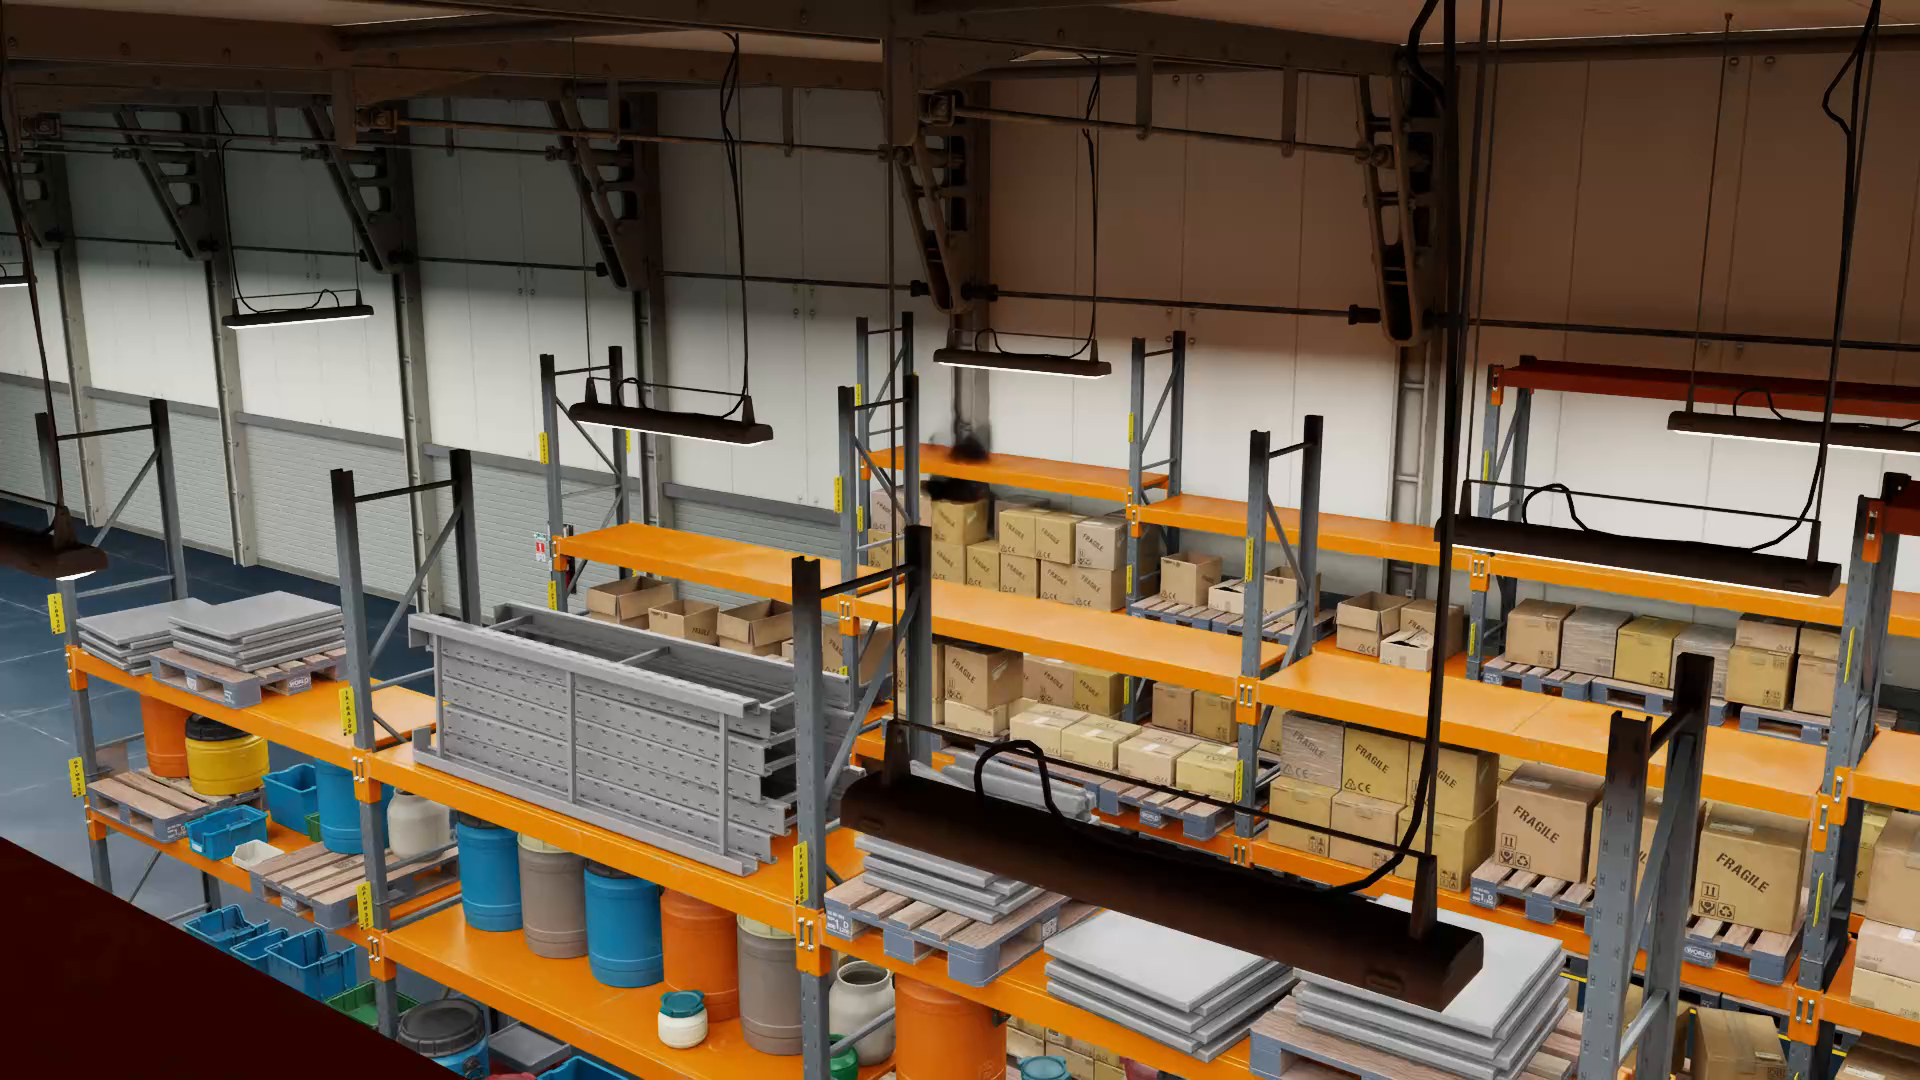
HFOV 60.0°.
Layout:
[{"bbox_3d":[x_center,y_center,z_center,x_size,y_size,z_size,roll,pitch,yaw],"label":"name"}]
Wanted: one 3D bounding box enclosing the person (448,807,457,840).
[{"bbox_3d":[-5.997,2.924,18.846,0.598,1.745,0.661,-8,15,-31],"label":"person"}]
